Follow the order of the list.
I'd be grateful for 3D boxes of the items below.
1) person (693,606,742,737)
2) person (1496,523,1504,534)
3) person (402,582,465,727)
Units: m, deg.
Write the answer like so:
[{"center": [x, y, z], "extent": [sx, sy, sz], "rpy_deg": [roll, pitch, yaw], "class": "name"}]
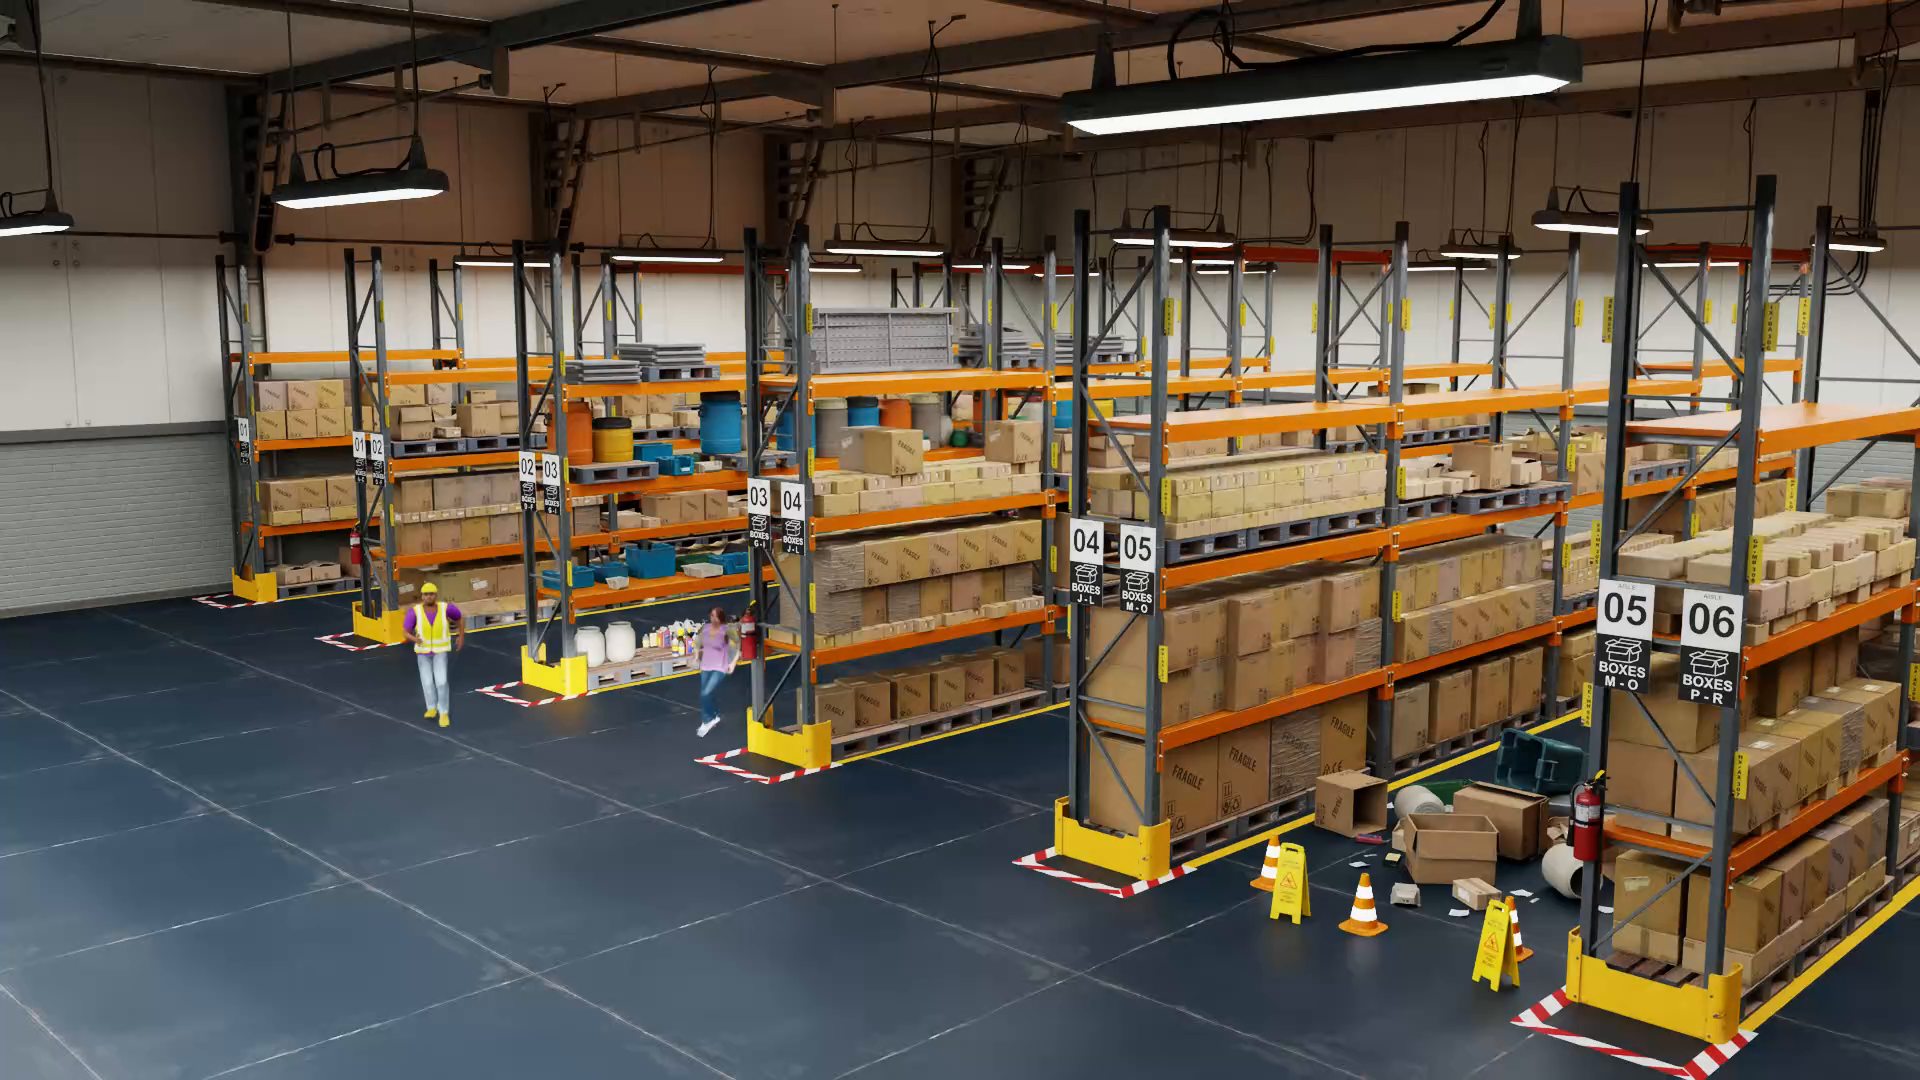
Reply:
[{"center": [-2.936, 1.573, 19.998], "extent": [0.597, 1.586, 0.616], "rpy_deg": [4, 9, 28], "class": "person"}, {"center": [8.854, 0.531, 27.252], "extent": [0.648, 1.635, 0.686], "rpy_deg": [7, 11, 41], "class": "person"}, {"center": [-6.477, 1.422, 20.483], "extent": [0.722, 1.832, 0.736], "rpy_deg": [-2, 8, -13], "class": "person"}]
